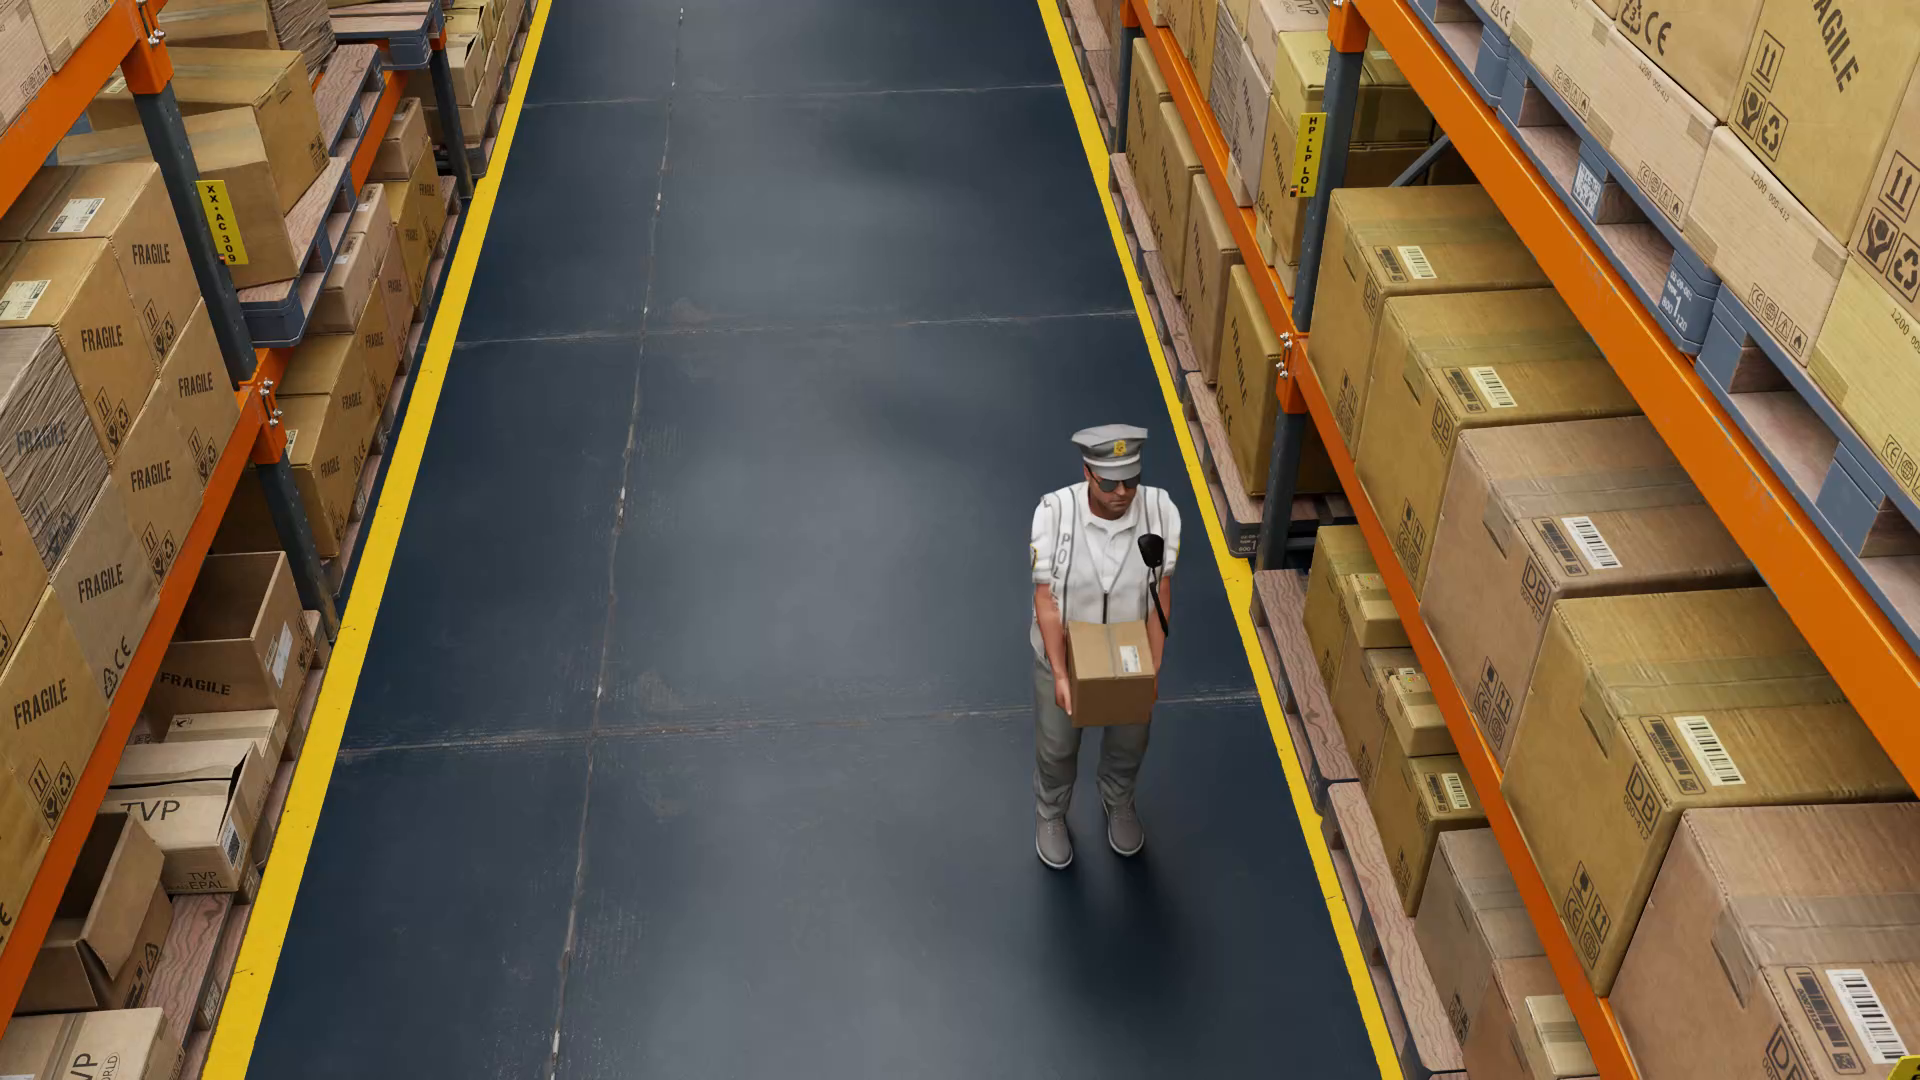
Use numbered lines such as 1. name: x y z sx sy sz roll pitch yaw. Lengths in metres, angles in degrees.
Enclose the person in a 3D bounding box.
1. person: 0.482 0.408 5.631 0.493 1.770 0.558 -3 39 -3
